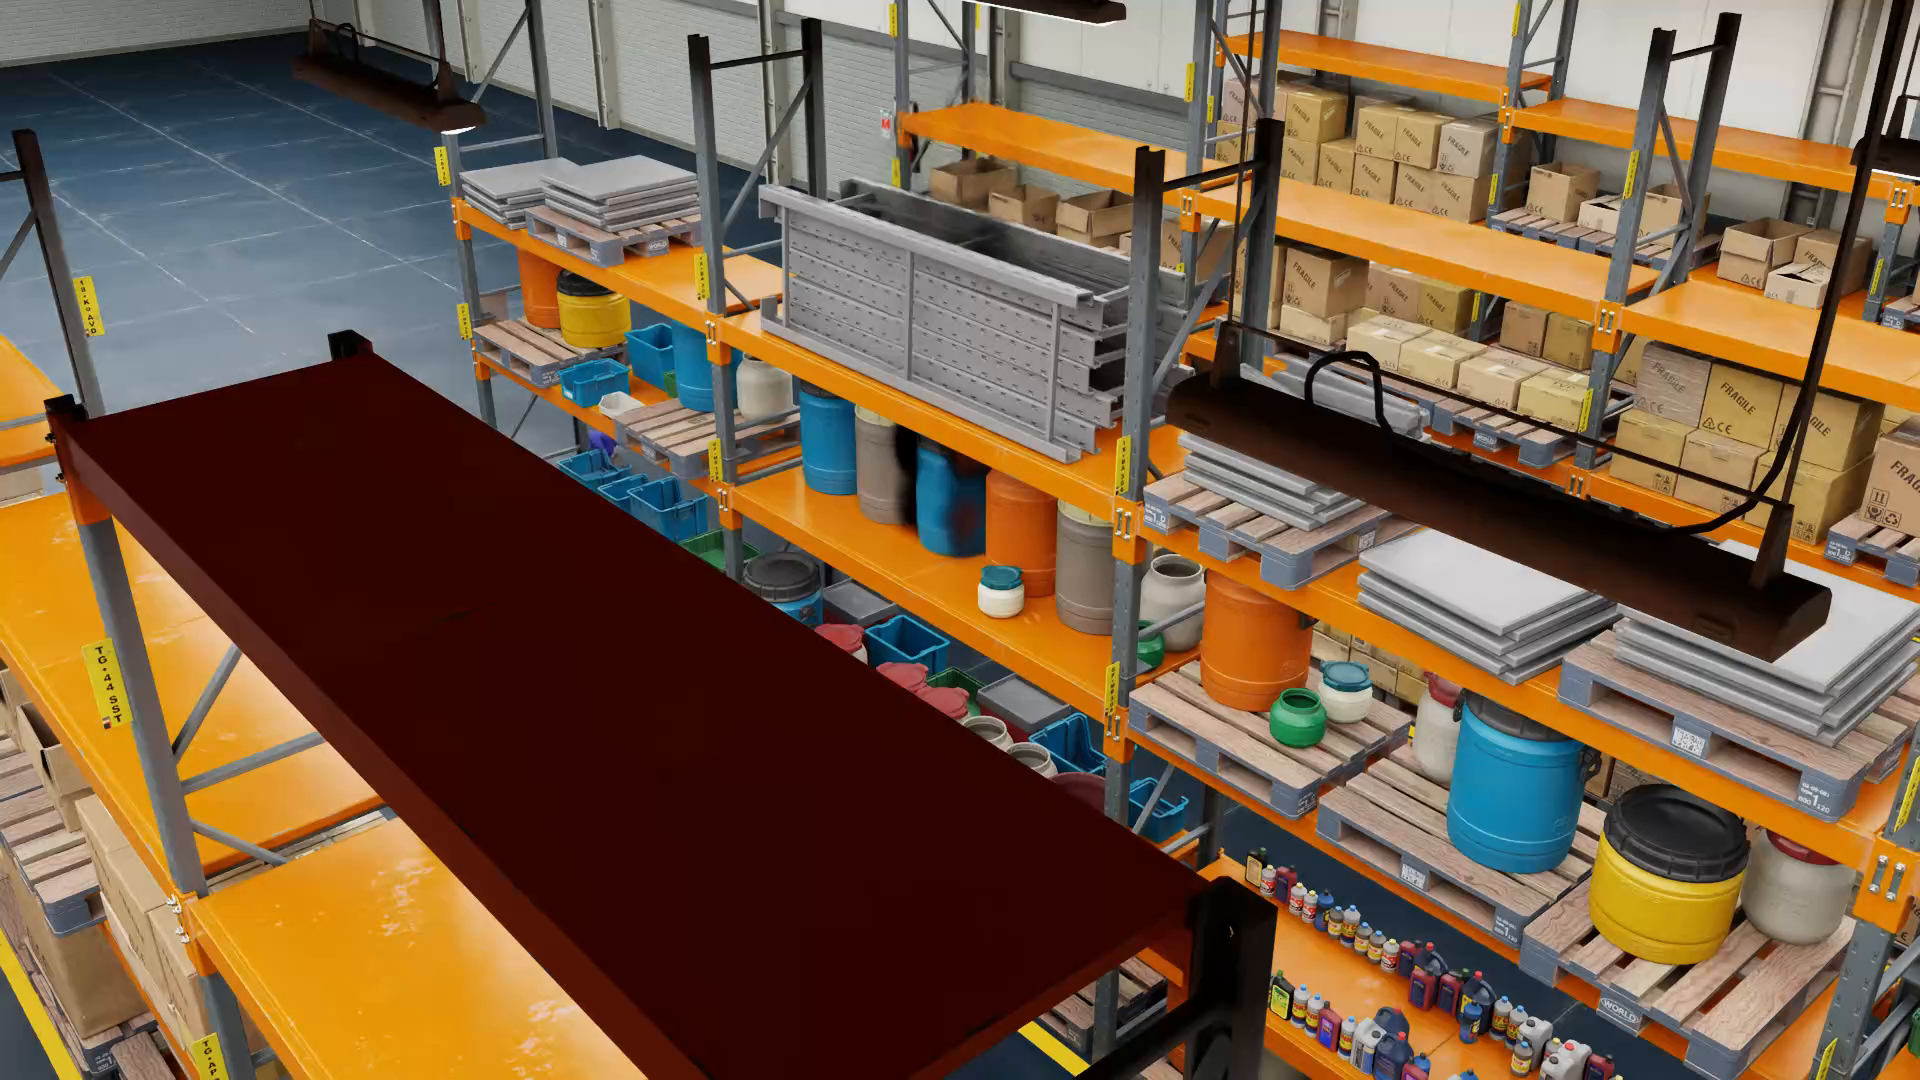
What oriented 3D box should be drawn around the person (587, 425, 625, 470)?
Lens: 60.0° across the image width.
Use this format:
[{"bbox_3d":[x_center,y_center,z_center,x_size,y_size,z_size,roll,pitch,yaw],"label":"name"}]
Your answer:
[{"bbox_3d":[-3.620,-0.716,17.242,0.533,1.608,0.587,6,28,12],"label":"person"}]
